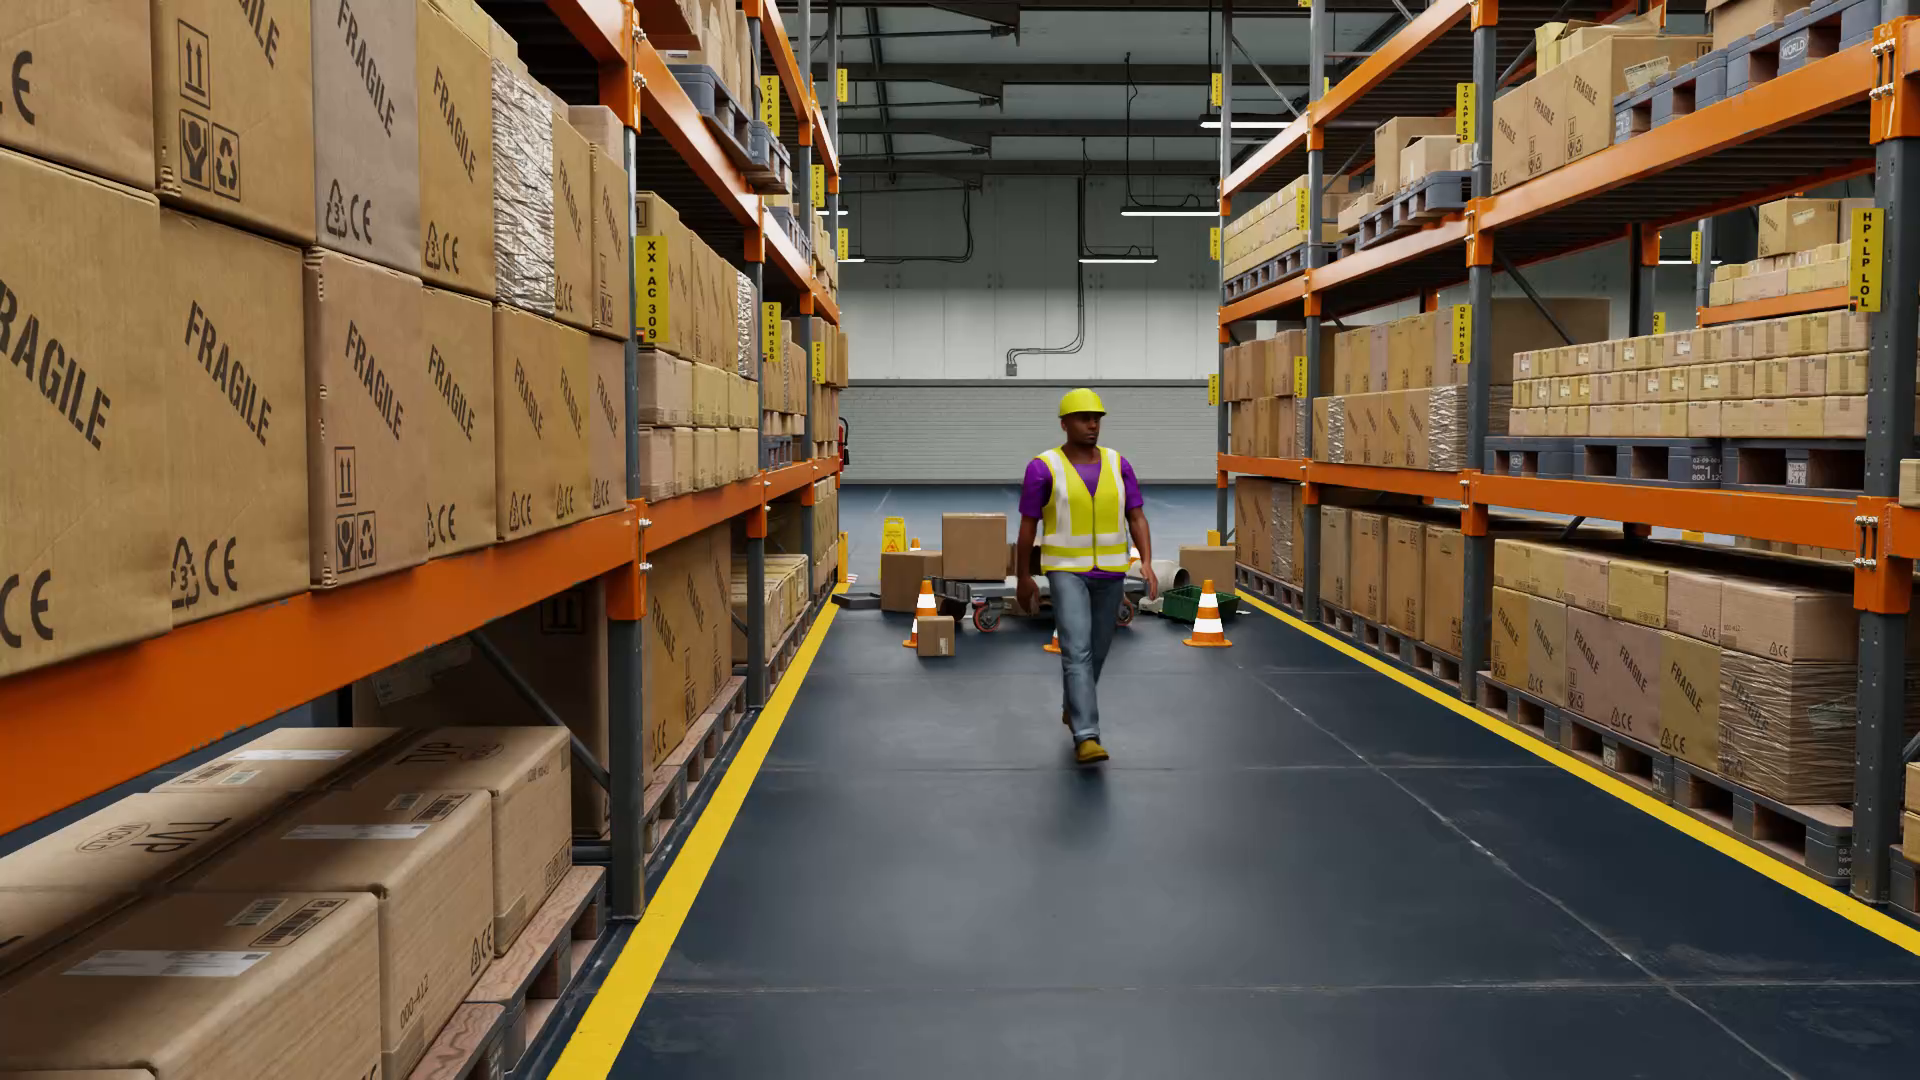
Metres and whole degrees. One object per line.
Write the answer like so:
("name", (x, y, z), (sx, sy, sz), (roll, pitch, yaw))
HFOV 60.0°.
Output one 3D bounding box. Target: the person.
("person", (0.606, 0.151, 7.820), (0.606, 1.724, 1.033), (-1, 4, -16))
